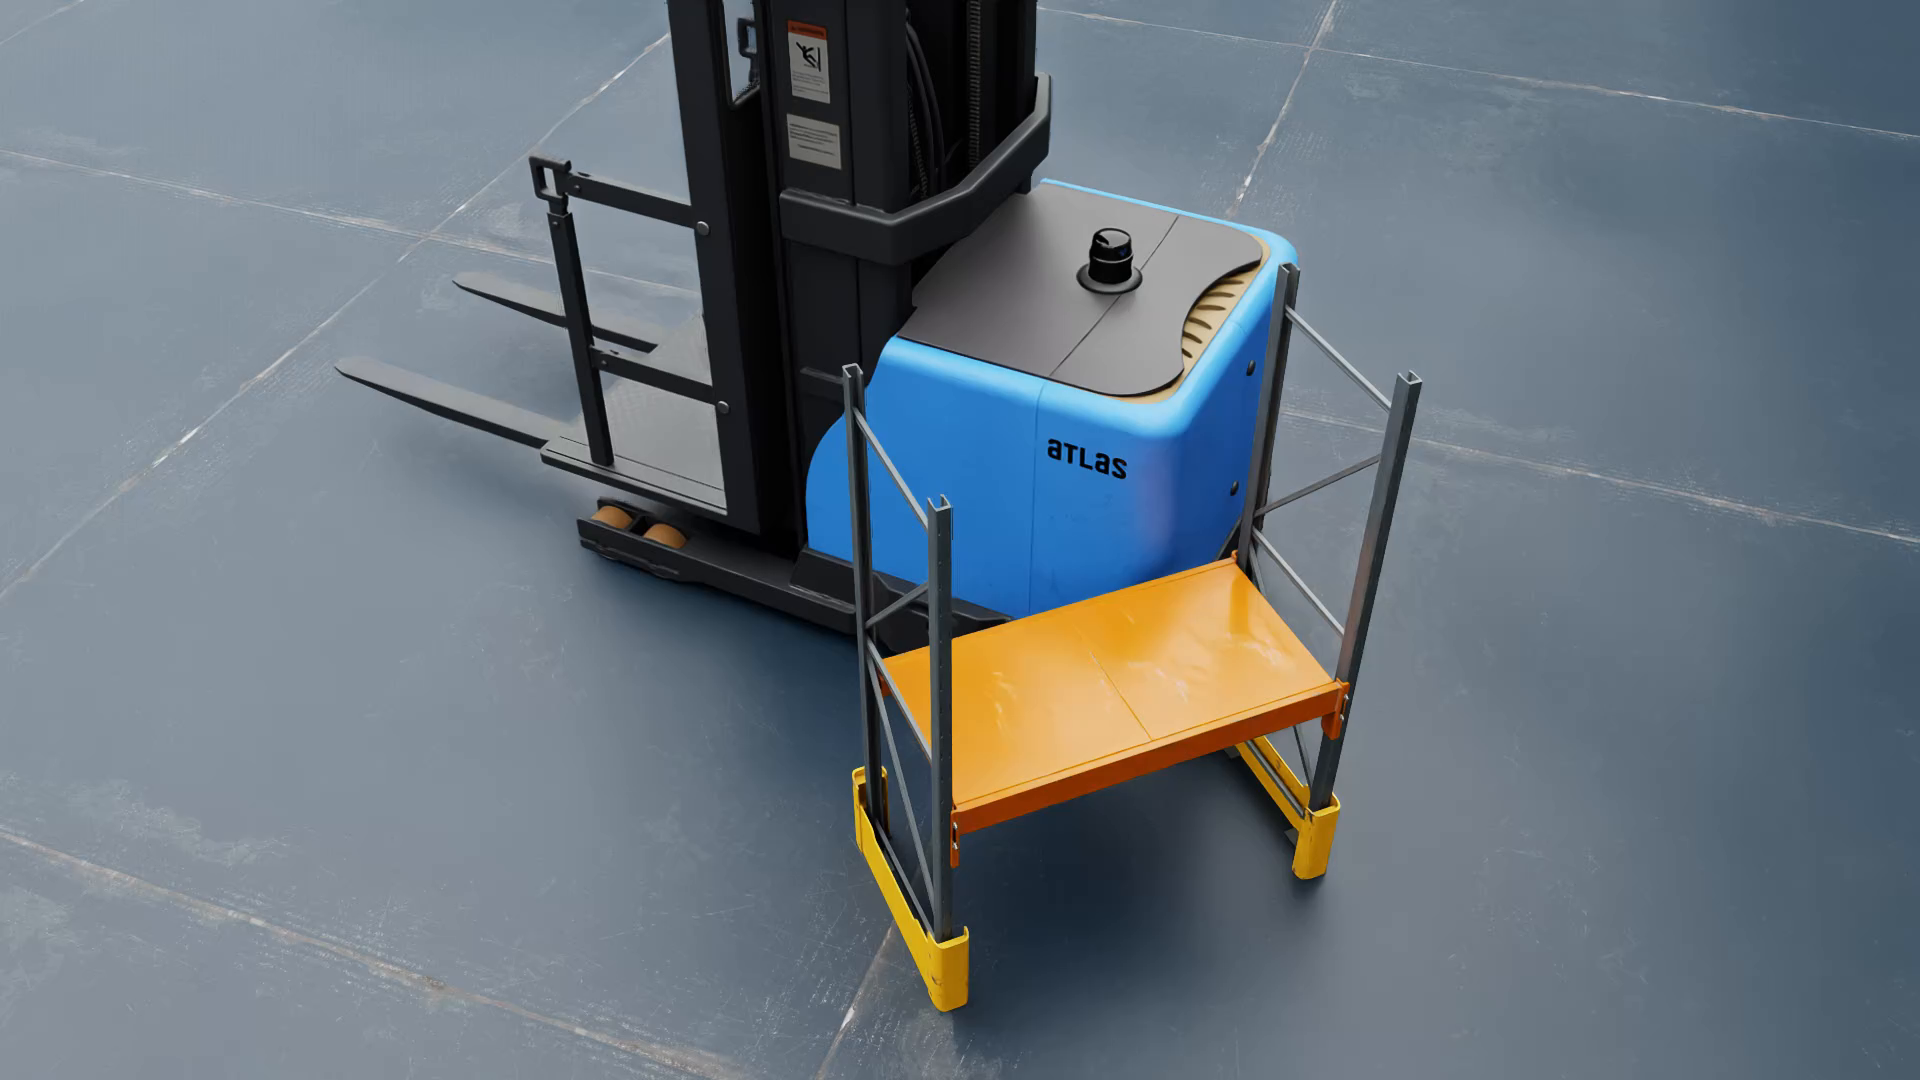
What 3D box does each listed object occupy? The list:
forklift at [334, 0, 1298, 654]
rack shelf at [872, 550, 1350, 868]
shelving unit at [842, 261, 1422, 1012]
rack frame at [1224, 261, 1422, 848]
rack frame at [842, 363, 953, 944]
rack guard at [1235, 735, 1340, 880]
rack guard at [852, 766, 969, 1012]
[{"bbox_3d":[-0.607,-1.284,4.497,3.031,2.935,1.130,18,44,20],"label":"forklift"},{"bbox_3d":[0.342,0.374,3.933,1.000,0.185,0.538,-15,43,-17],"label":"rack shelf"},{"bbox_3d":[0.333,0.240,3.814,1.083,1.500,0.587,-15,43,-17],"label":"shelving unit"},{"bbox_3d":[0.810,0.109,3.967,0.032,1.500,0.500,-15,43,-17],"label":"rack frame"},{"bbox_3d":[-0.126,0.366,3.666,0.032,1.500,0.500,-15,43,-17],"label":"rack frame"},{"bbox_3d":[0.792,0.589,4.367,0.087,0.250,0.587,-15,43,-17],"label":"rack guard"},{"bbox_3d":[-0.125,0.841,4.072,0.087,0.250,0.587,-15,43,-17],"label":"rack guard"}]
